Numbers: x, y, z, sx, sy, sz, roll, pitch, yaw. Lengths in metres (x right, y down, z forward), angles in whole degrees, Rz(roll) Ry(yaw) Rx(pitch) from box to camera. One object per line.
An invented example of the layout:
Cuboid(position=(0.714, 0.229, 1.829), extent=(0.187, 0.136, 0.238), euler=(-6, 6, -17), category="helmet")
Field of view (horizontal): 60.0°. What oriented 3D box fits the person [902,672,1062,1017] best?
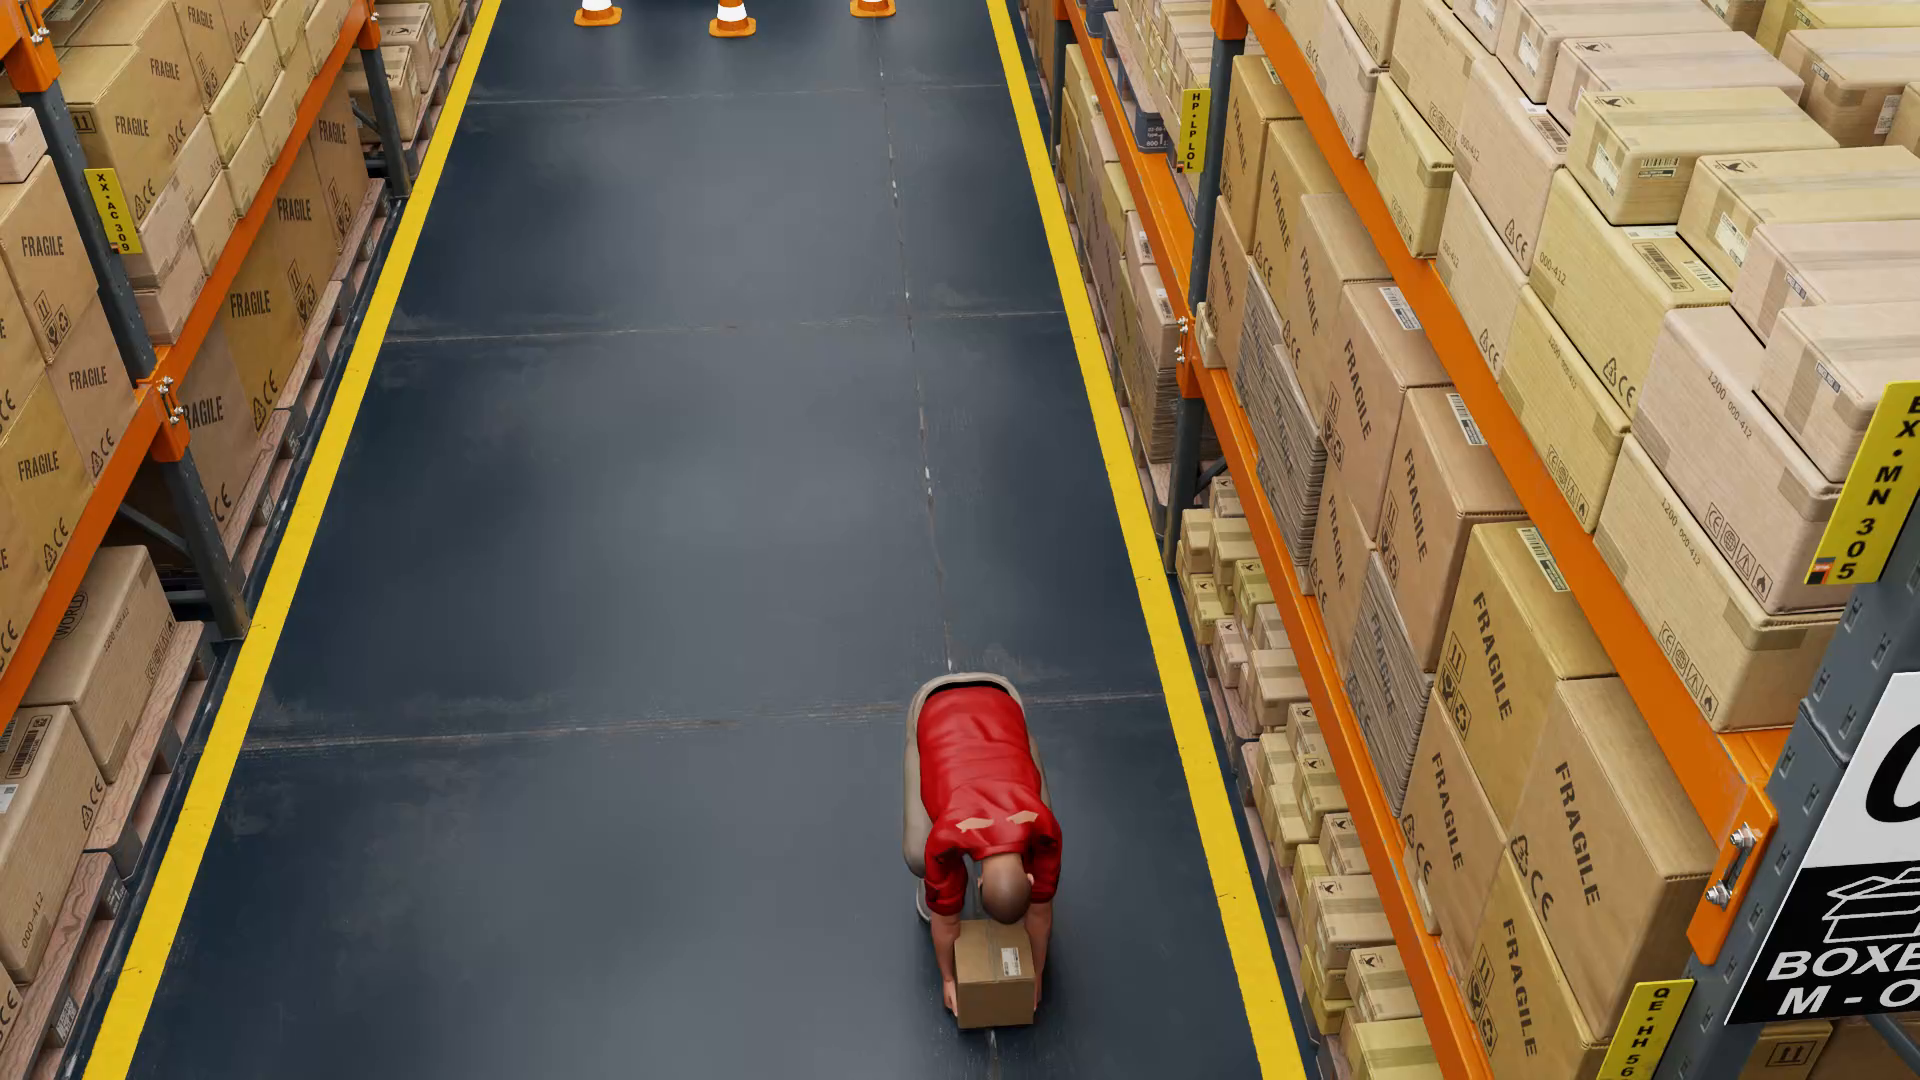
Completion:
Cuboid(position=(0.070, 1.012, 5.566), extent=(0.526, 0.908, 0.956), euler=(-5, 39, -6), category="person")
